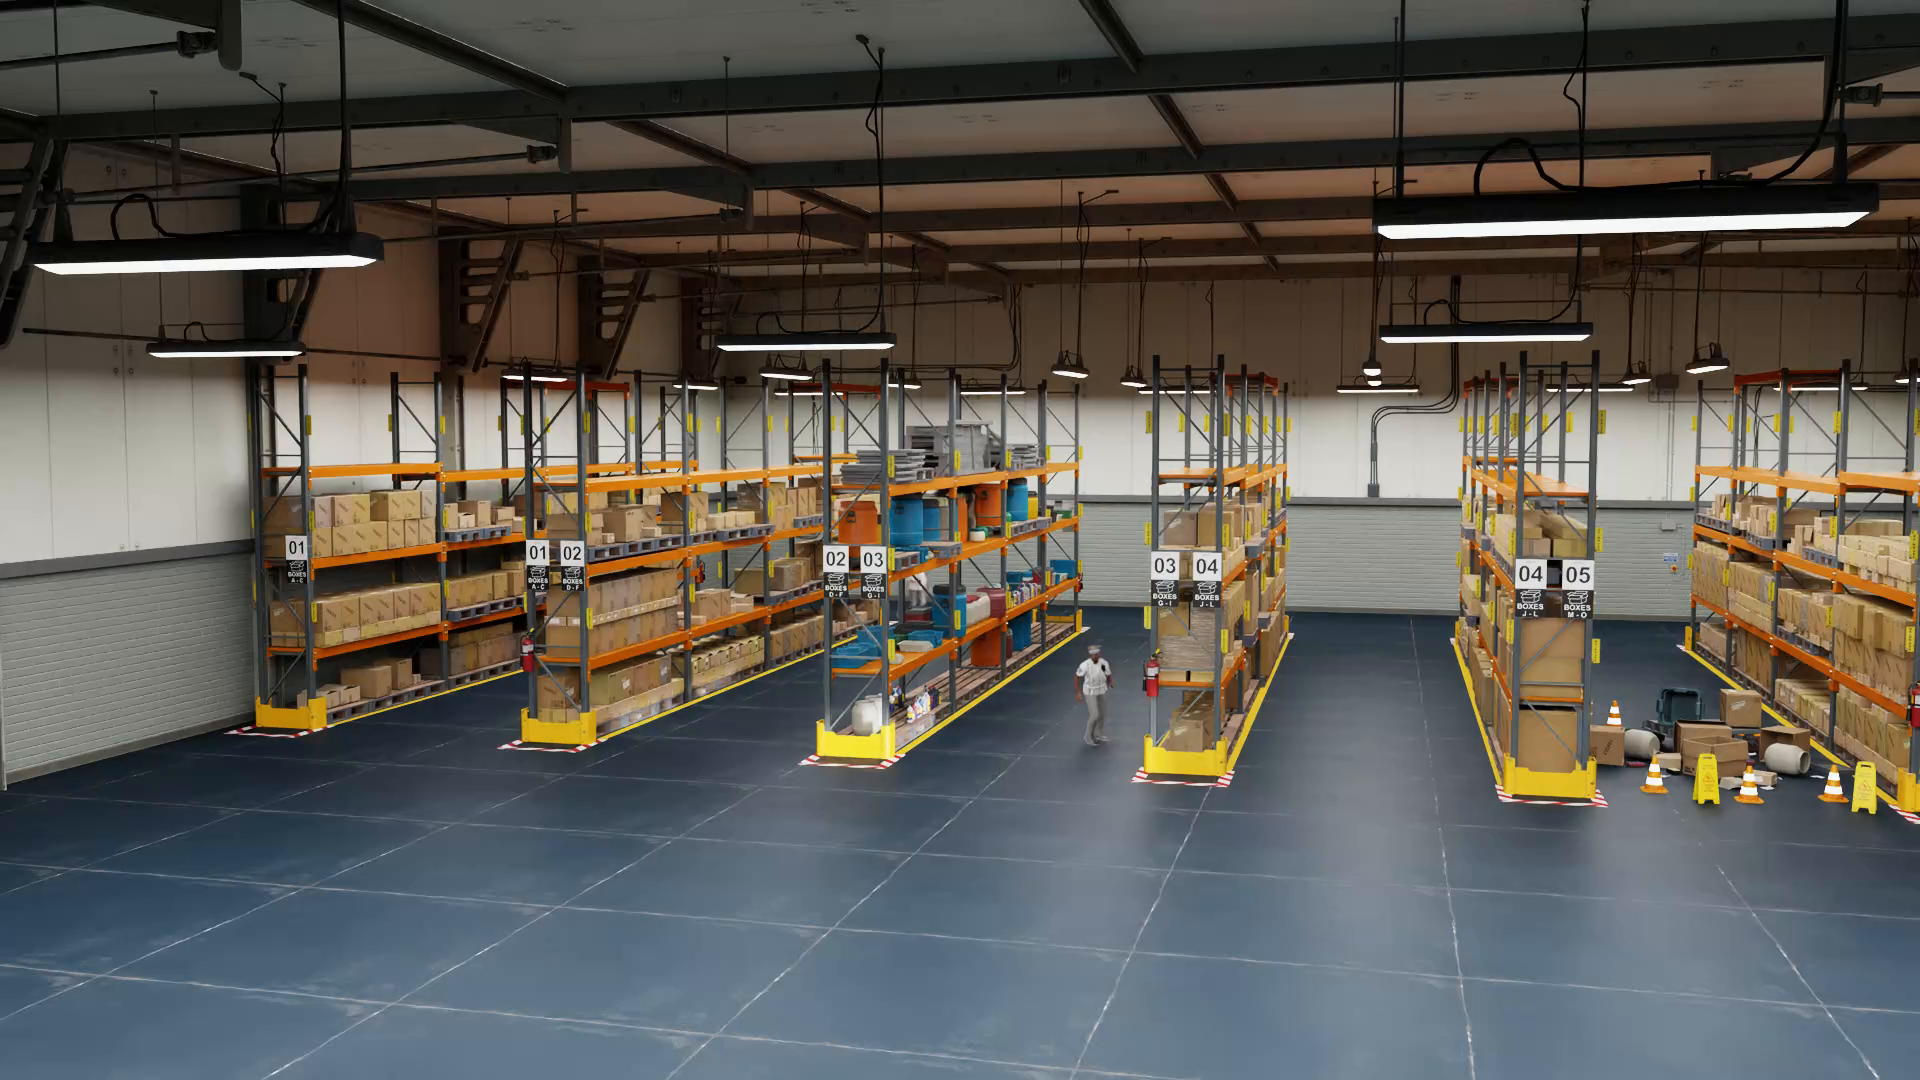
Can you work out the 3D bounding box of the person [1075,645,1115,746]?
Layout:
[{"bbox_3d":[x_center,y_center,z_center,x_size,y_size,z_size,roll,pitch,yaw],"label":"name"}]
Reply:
[{"bbox_3d":[2.160,2.439,26.070,0.618,1.638,0.772,-2,4,-27],"label":"person"}]

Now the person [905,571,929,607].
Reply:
[{"bbox_3d":[-1.075,1.263,41.717,0.626,1.825,0.721,-1,4,-11],"label":"person"}]
